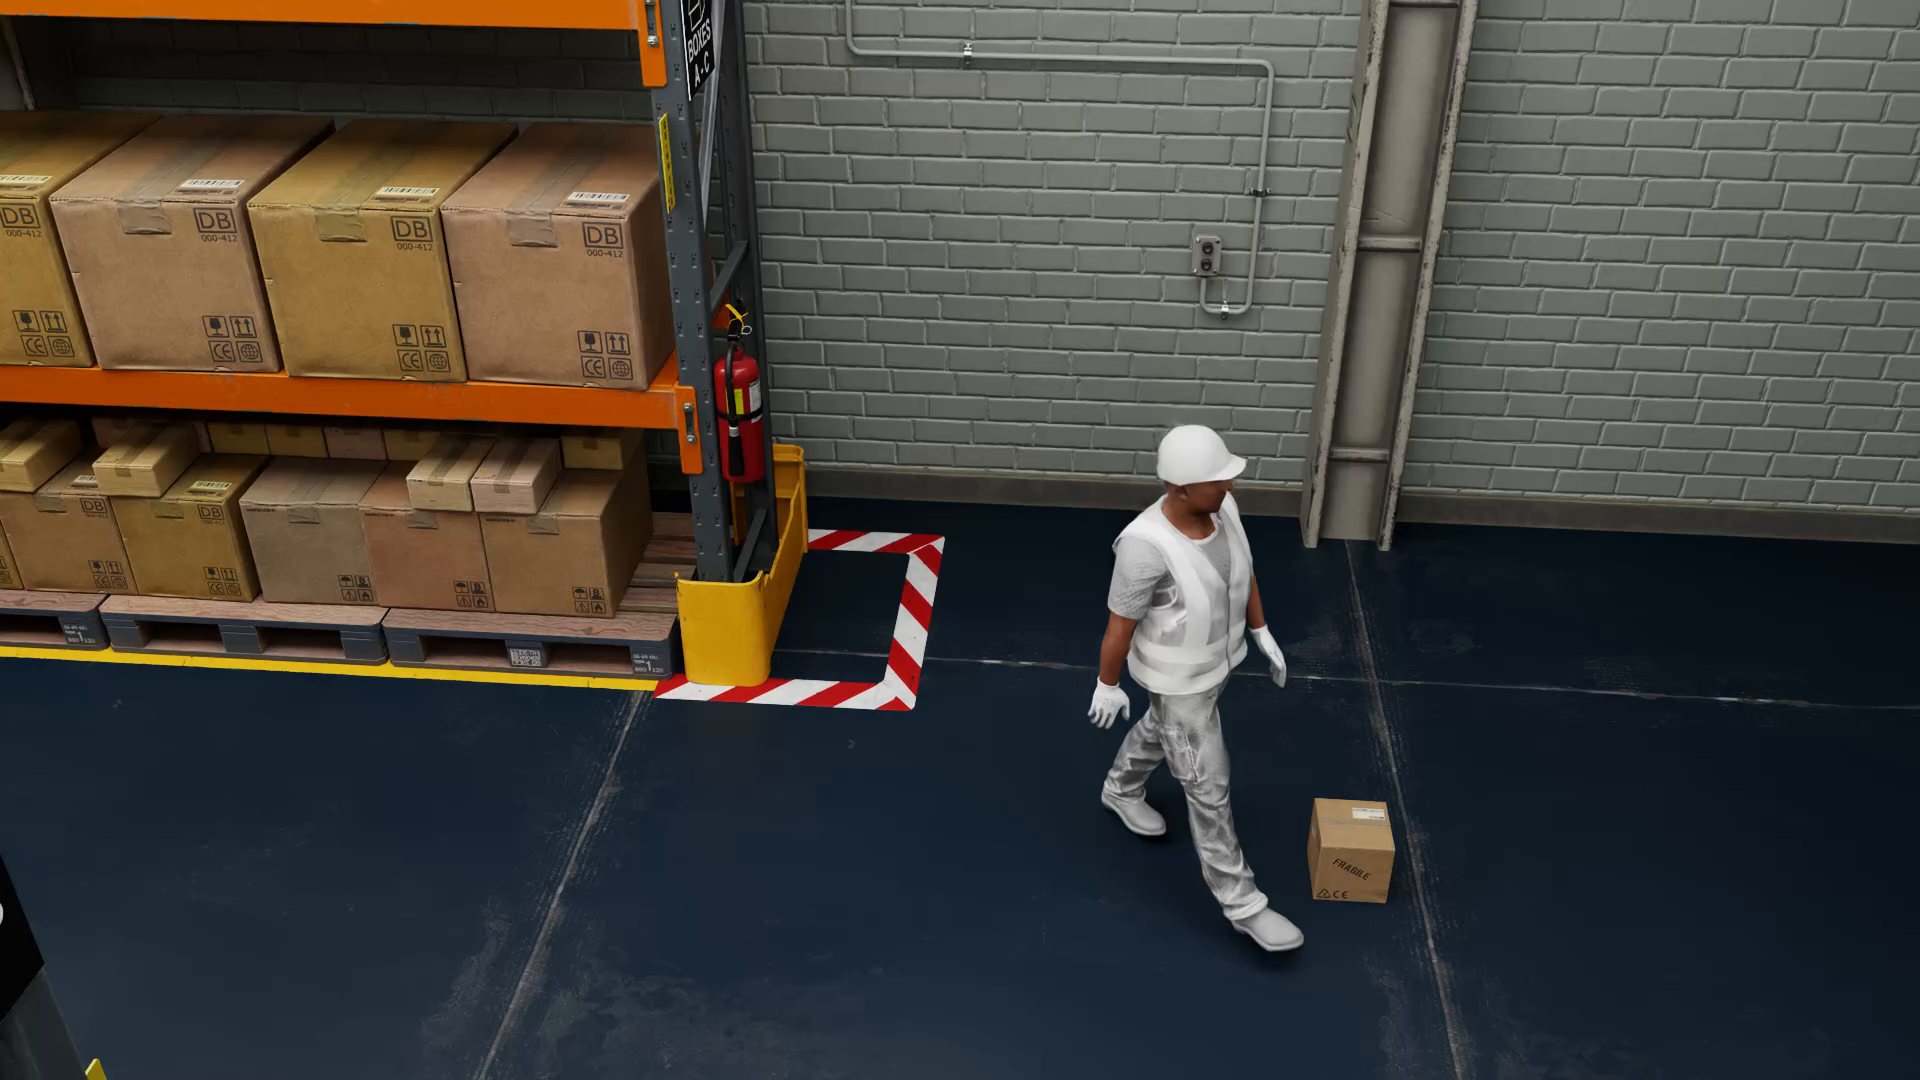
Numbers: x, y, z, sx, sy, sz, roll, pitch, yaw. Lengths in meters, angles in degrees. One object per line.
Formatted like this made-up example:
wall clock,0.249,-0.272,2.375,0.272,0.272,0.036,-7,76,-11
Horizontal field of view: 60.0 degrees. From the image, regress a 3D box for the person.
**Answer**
person,0.847,0.439,5.412,0.995,1.727,0.593,23,38,32
